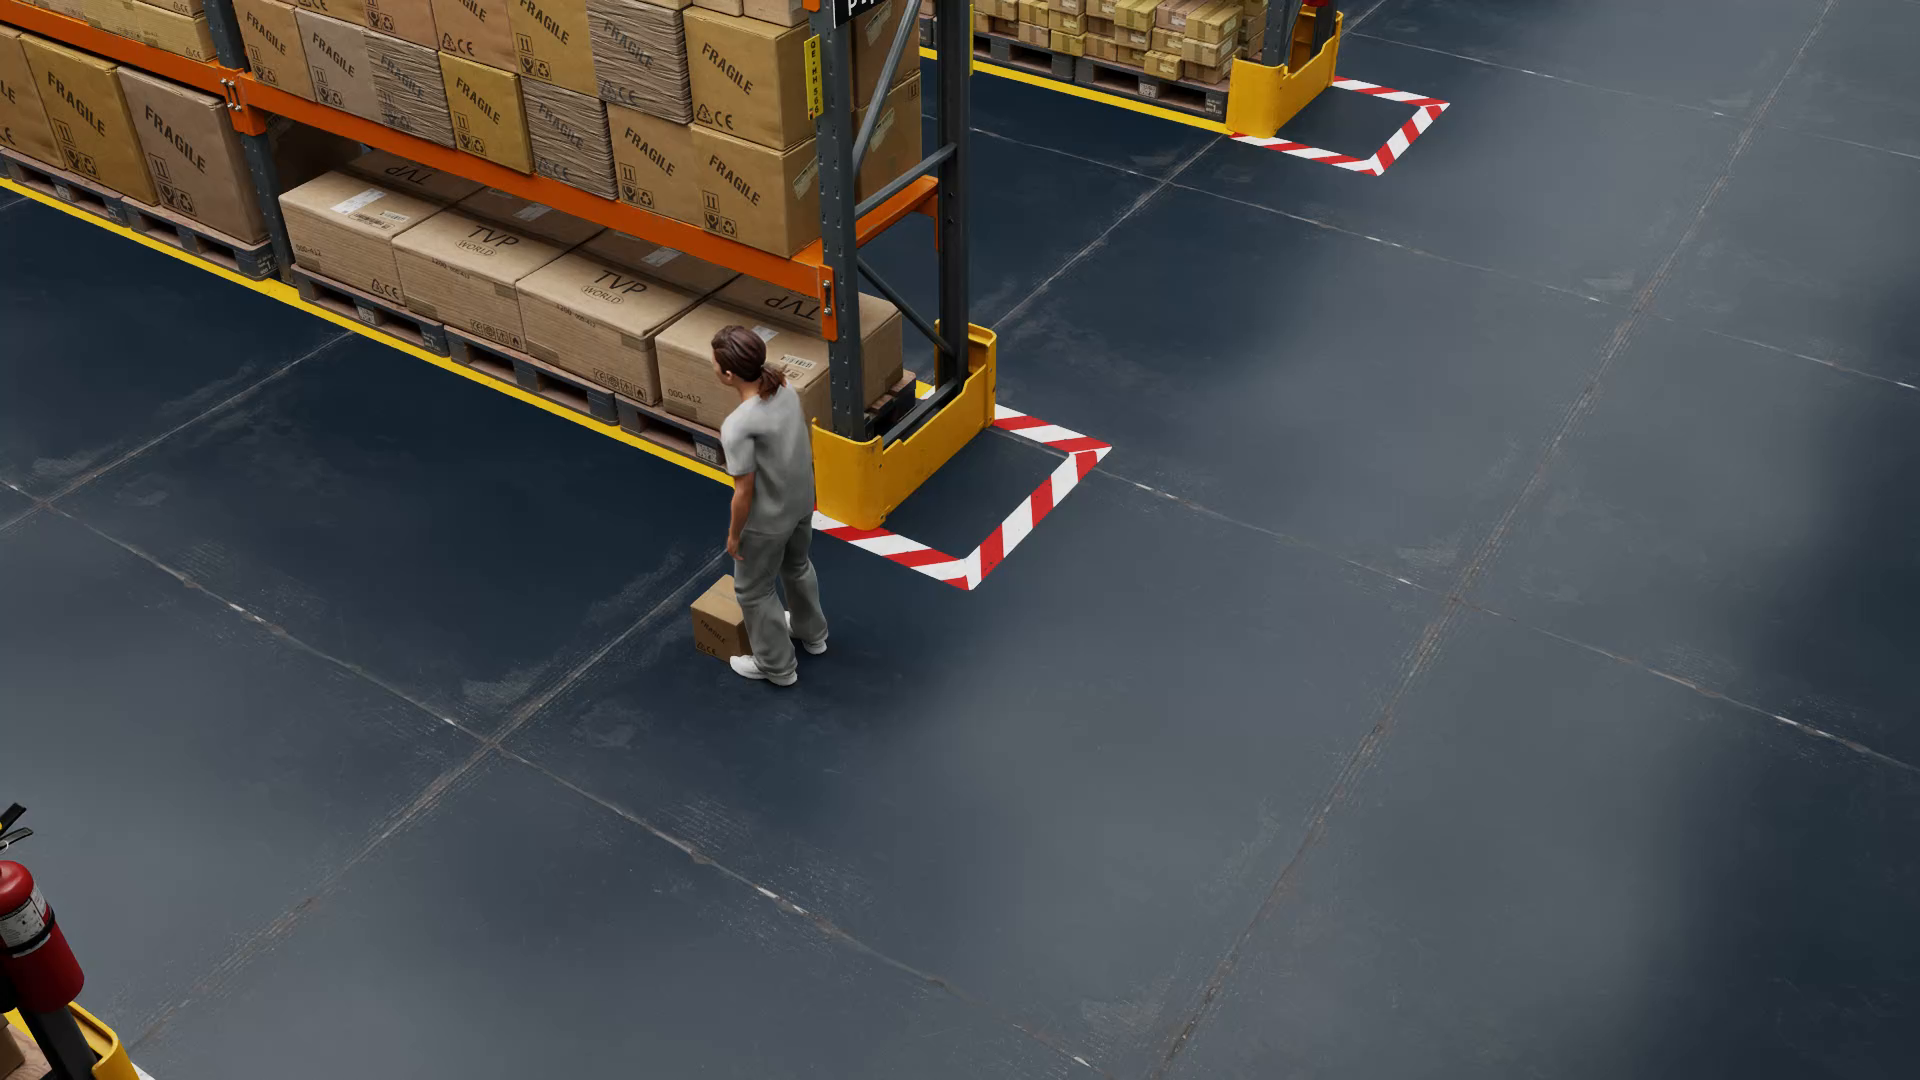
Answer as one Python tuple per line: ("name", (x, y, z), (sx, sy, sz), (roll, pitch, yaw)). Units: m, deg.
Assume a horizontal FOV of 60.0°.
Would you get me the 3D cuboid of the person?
("person", (-0.767, -0.126, 6.652), (0.364, 1.671, 0.513), (19, 42, 22))
